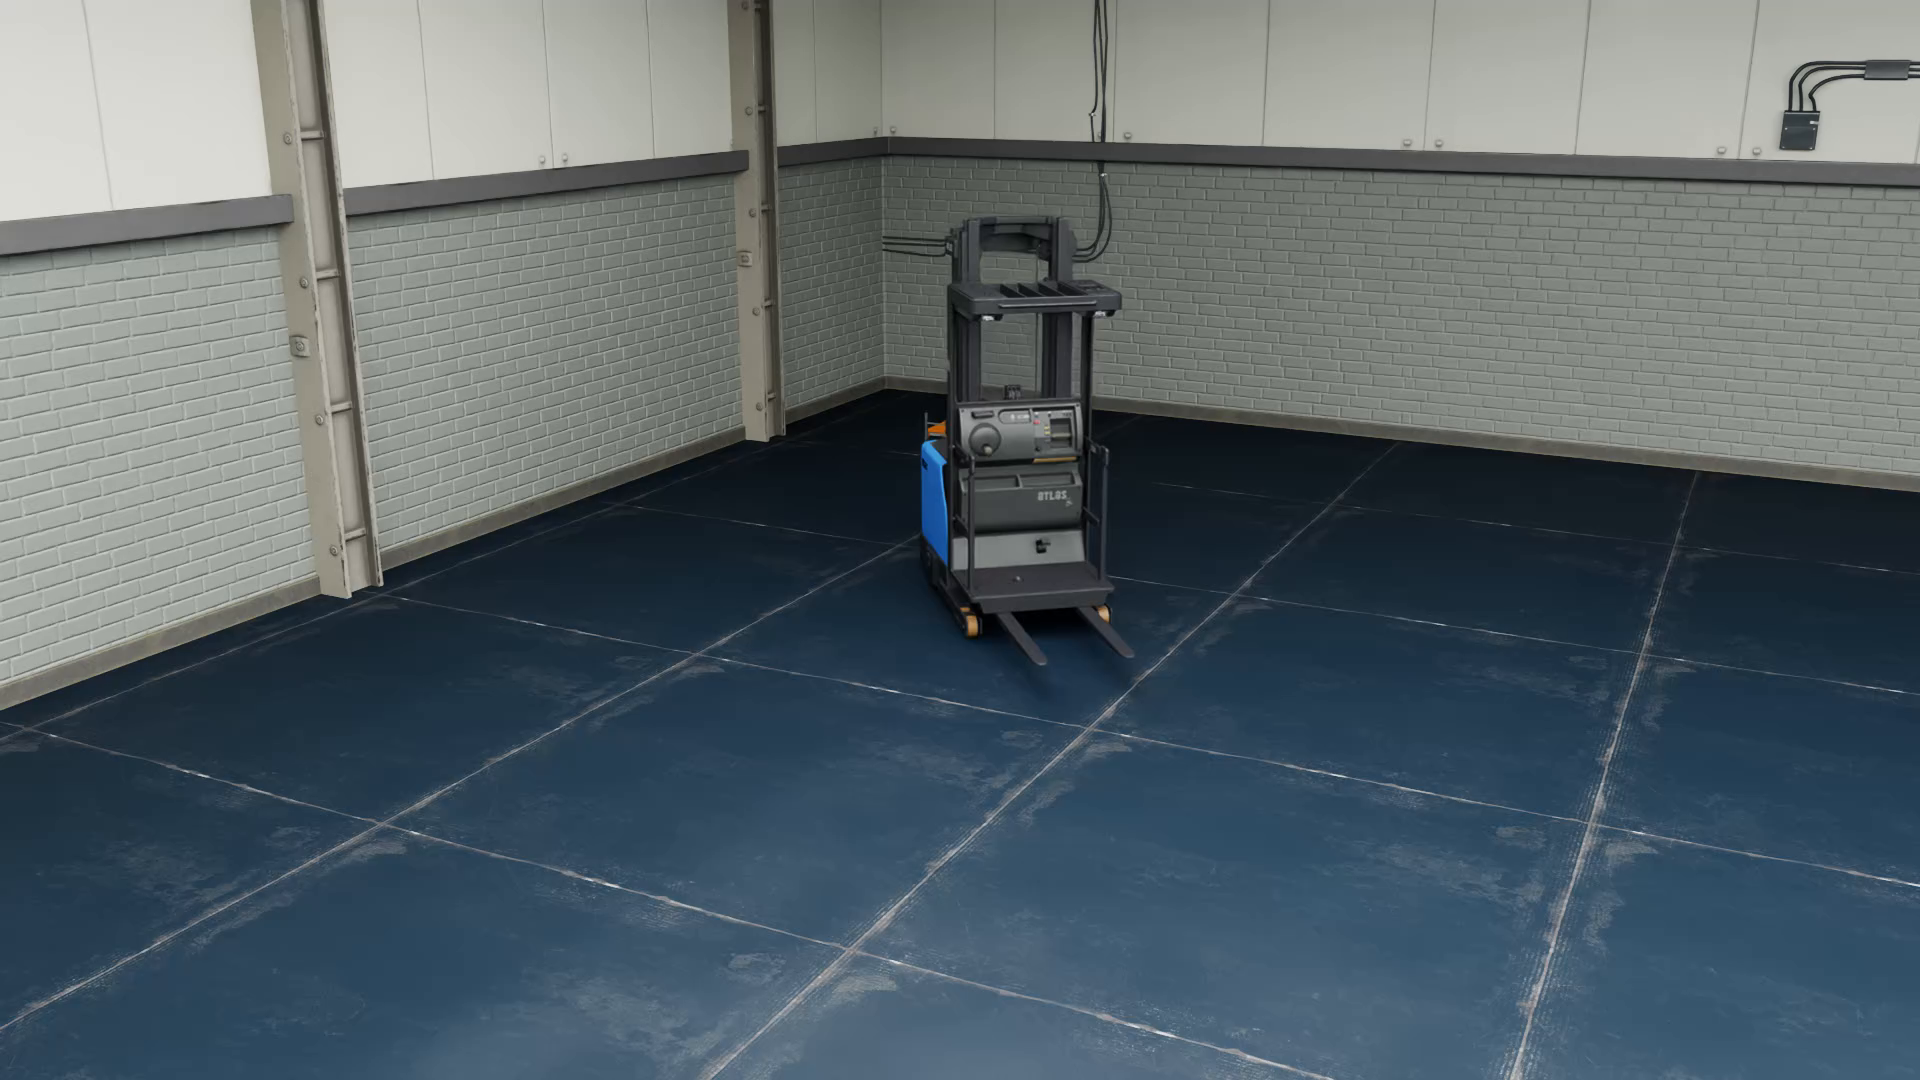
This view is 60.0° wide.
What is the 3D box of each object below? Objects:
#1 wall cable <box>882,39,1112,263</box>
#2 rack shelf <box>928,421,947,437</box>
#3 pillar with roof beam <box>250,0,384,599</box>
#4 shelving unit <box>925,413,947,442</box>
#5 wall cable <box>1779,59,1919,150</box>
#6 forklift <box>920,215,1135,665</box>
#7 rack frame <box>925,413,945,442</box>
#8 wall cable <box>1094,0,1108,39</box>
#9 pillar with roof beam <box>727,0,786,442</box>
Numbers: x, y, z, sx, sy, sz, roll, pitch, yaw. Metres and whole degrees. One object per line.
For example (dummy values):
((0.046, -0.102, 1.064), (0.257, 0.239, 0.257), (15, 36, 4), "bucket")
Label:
((0.343, -4.547, 19.484), (3.097, 2.526, 0.112), (8, 18, 25), "wall cable")
((-0.074, -0.910, 14.100), (0.258, 0.148, 0.480), (8, 18, 25), "rack shelf")
((-0.986, -3.378, 10.092), (9.100, 9.000, 0.400), (8, 18, 25), "pillar with roof beam")
((-0.074, -0.533, 14.212), (0.258, 1.200, 0.503), (8, 18, 25), "shelving unit")
((8.829, -6.454, 14.477), (2.305, 6.003, 0.169), (8, 18, 25), "wall cable")
((0.501, -0.811, 12.106), (1.130, 2.935, 3.031), (-4, 17, -12), "forklift")
((-0.183, -0.471, 14.002), (0.240, 1.200, 0.015), (8, 18, 25), "rack frame")
((2.763, -6.624, 17.606), (3.097, 2.526, 0.112), (8, 18, 25), "wall cable")
((1.695, -4.906, 15.237), (9.100, 9.000, 0.400), (8, 18, 25), "pillar with roof beam")
